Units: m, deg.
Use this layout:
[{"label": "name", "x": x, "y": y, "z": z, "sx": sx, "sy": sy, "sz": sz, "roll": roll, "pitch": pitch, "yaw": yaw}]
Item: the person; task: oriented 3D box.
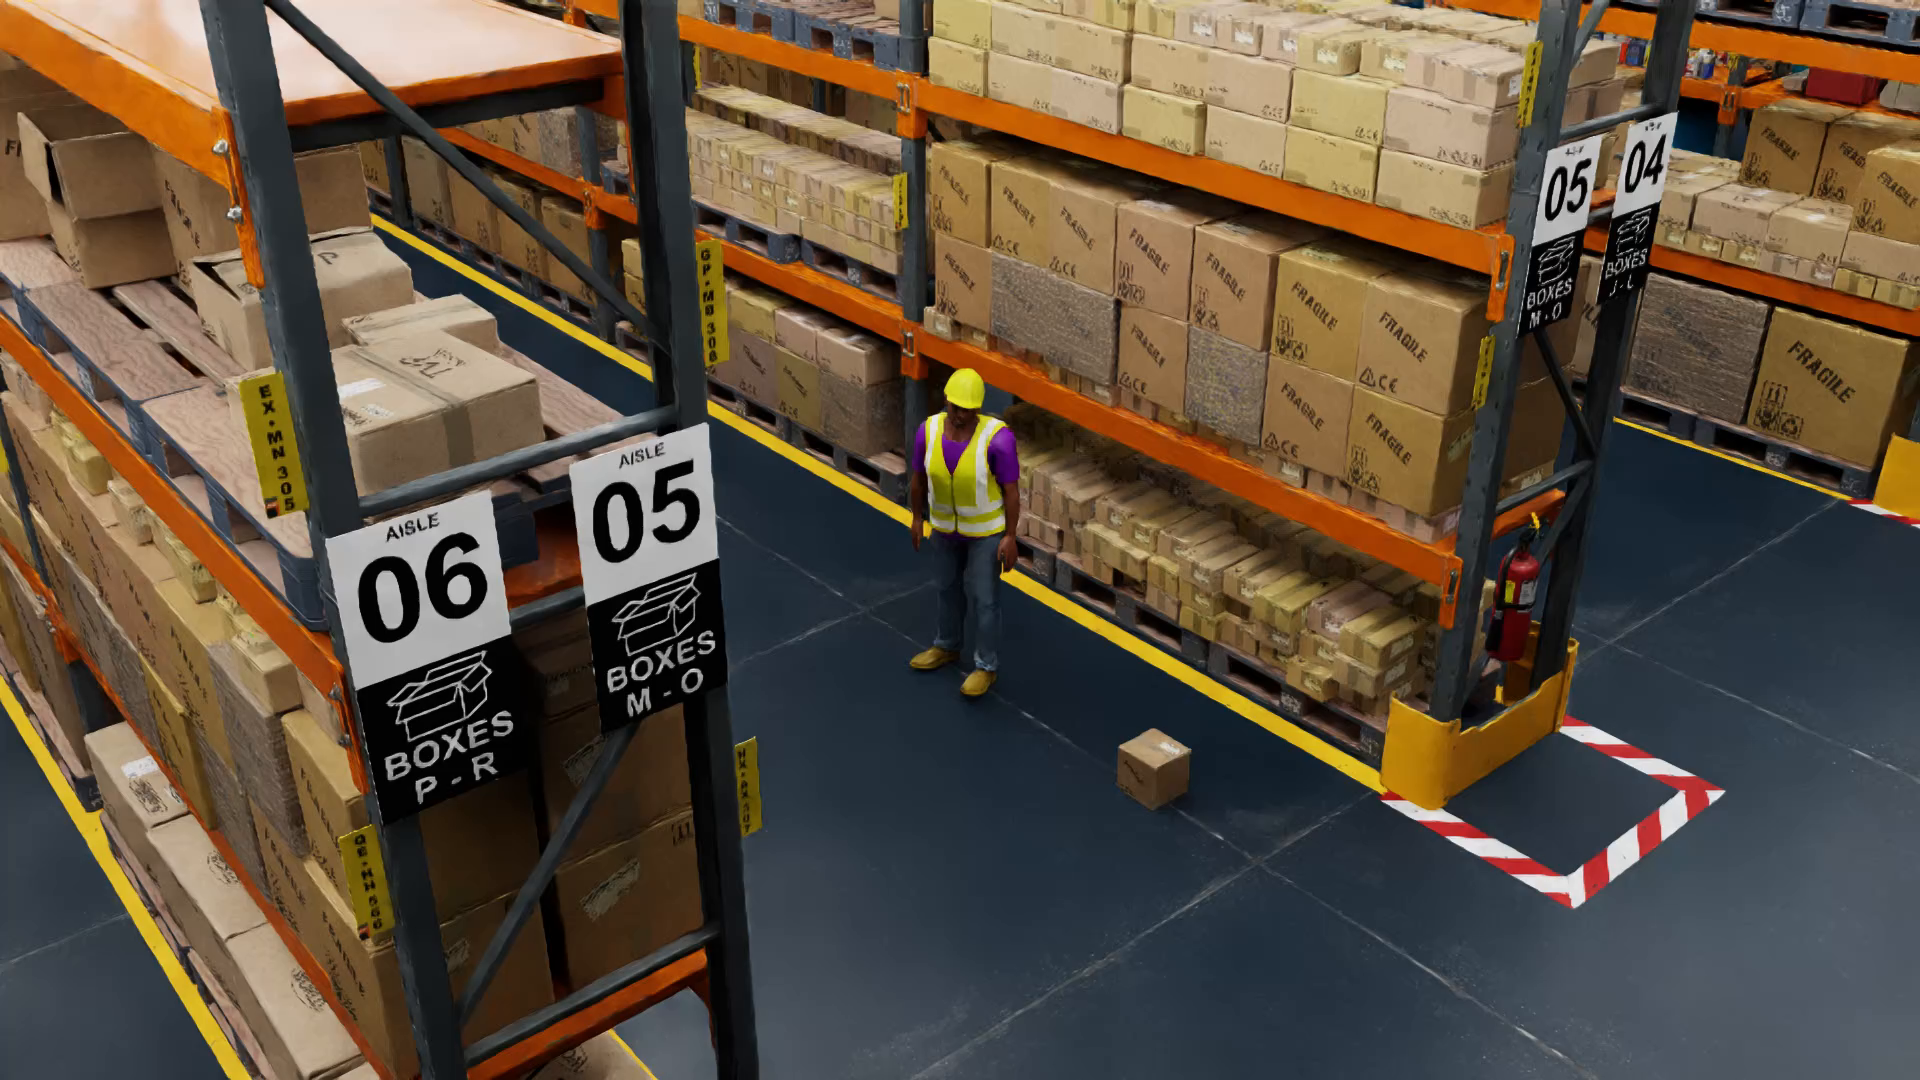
[{"label": "person", "x": 0.002, "y": -0.040, "z": 8.608, "sx": 0.636, "sy": 1.770, "sz": 0.470, "roll": 12, "pitch": 30, "yaw": 22}]
